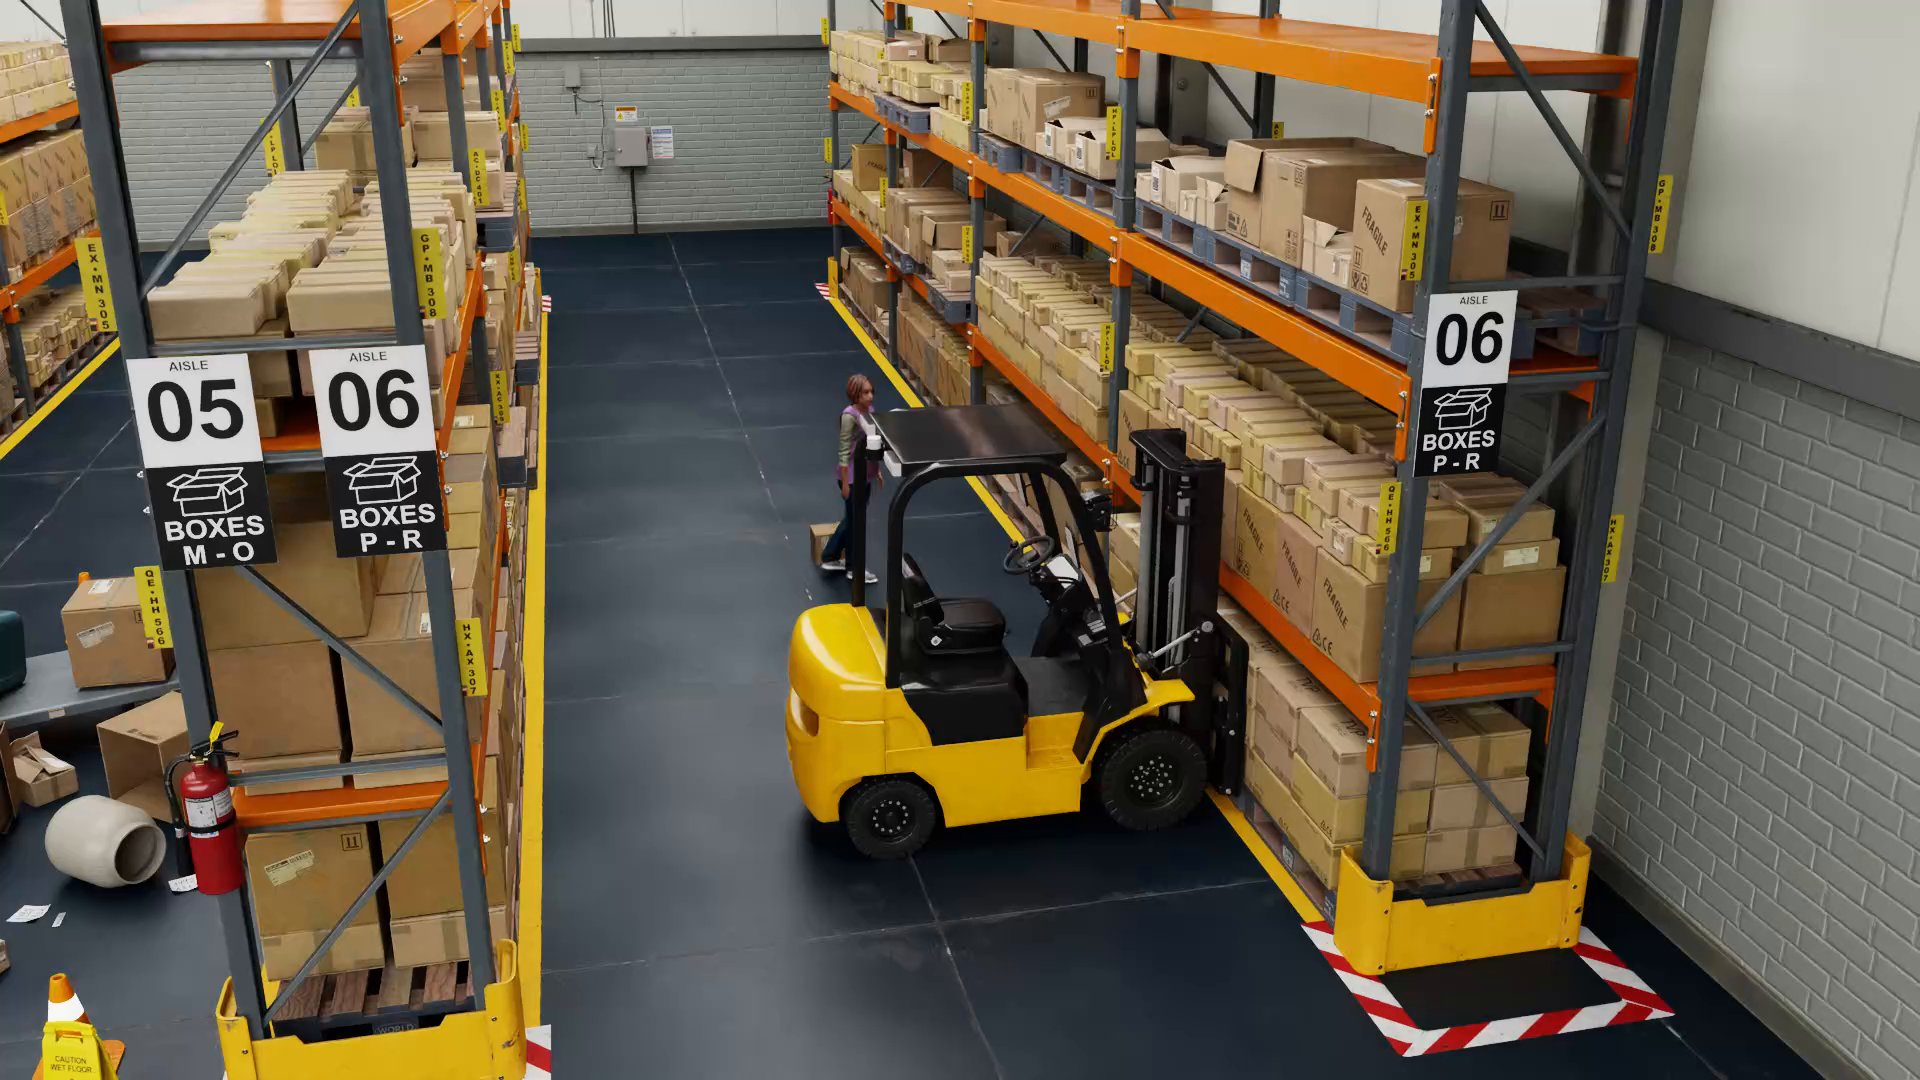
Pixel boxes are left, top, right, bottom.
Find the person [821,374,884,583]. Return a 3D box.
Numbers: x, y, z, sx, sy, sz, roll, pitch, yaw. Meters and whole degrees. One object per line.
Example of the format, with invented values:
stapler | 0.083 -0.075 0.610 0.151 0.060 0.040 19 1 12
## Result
person | -0.810 -0.460 12.331 0.475 1.595 0.418 6 21 17
